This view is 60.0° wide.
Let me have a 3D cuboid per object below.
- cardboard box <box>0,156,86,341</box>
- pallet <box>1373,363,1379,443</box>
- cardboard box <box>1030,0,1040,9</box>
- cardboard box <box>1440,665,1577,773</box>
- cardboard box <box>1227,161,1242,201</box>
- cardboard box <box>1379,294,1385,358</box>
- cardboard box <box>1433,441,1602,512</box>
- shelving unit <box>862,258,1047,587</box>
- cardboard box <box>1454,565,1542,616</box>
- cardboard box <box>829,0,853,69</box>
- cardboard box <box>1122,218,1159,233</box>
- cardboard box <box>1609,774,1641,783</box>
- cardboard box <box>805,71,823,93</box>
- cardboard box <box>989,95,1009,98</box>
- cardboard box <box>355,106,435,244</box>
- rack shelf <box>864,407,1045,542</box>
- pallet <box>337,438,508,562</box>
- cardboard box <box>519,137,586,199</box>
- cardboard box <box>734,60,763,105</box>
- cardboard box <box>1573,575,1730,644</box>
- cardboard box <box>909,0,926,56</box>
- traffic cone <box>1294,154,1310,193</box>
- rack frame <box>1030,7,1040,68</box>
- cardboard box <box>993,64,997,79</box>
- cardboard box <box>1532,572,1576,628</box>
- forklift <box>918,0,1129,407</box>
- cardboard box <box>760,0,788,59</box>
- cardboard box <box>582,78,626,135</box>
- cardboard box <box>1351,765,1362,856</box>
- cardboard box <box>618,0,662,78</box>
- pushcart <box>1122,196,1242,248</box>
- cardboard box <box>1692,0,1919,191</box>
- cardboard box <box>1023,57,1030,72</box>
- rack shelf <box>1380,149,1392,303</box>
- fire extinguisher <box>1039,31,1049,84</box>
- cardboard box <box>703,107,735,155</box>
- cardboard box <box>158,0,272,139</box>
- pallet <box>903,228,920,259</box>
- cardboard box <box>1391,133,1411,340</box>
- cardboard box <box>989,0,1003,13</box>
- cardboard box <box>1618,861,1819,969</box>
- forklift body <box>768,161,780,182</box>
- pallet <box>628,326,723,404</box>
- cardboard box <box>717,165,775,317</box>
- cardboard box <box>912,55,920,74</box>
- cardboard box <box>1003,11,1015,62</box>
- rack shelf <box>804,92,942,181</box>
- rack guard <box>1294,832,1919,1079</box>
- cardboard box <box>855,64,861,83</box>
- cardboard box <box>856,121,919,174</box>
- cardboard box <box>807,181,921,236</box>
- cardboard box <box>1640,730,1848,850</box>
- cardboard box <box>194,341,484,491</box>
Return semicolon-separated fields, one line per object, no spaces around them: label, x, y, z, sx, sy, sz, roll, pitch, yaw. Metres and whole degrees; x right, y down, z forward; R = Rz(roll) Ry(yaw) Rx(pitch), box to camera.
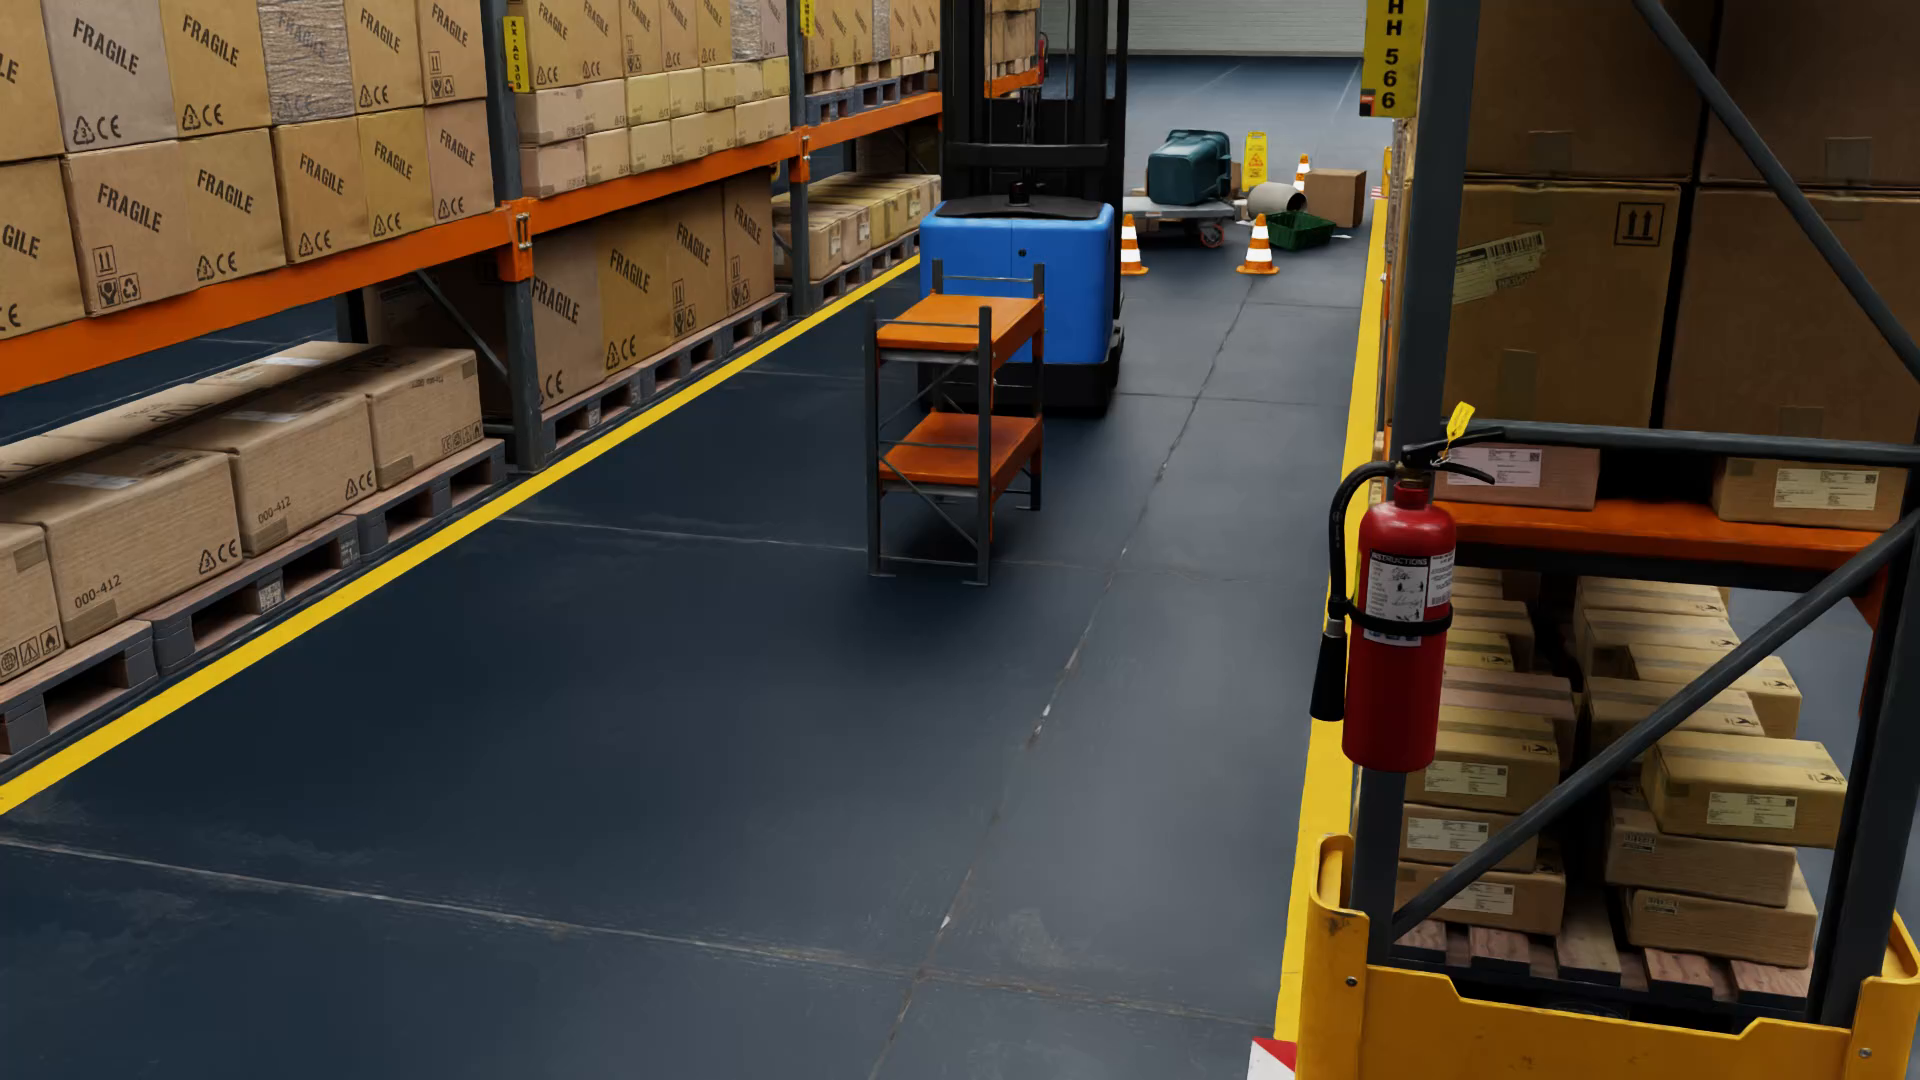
cardboard box;-3.024;-0.868;4.935;0.500;0.500;0.500;4;19;13
pallet;2.770;-0.735;9.013;1.003;0.211;1.213;5;19;13
cardboard box;0.480;-6.031;18.043;0.700;0.500;0.500;4;19;12
cardboard box;1.309;0.435;4.113;0.380;0.149;0.250;5;19;14
cardboard box;2.419;-3.616;16.995;0.797;0.503;0.637;-9;21;-24
cardboard box;2.723;-1.337;9.679;0.500;0.500;0.500;5;19;14
cardboard box;1.114;-0.179;3.459;0.380;0.149;0.250;5;19;13
shelving unit;-0.002;-0.530;7.000;0.538;1.125;1.048;5;19;13
cardboard box;1.557;0.106;5.078;0.380;0.149;0.250;4;19;12
cardboard box;-1.107;-3.713;12.154;0.500;0.500;0.500;6;20;16
cardboard box;1.696;-3.086;15.811;0.258;0.266;0.396;-9;21;-24
cardboard box;1.807;0.611;4.059;0.380;0.149;0.250;5;19;13
cardboard box;-1.201;-3.293;11.927;0.380;0.149;0.250;3;19;10
cardboard box;0.295;-4.554;17.320;0.380;0.149;0.250;6;20;16
cardboard box;-2.525;-1.506;6.802;0.500;0.500;0.500;4;19;12
rack shelf;-0.002;-0.299;7.079;0.538;0.278;1.000;5;19;13
pallet;-2.801;-0.234;7.548;1.003;0.211;1.213;5;19;13
cardboard box;-2.176;-1.832;8.144;0.500;0.250;0.500;4;19;12
cardboard box;-1.556;-2.873;10.416;0.500;0.250;0.500;4;19;12
cardboard box;1.959;0.223;4.735;0.380;0.149;0.250;5;20;16
cardboard box;-0.595;-4.362;14.053;0.500;0.500;0.500;5;19;14
traffic cone;3.711;-3.933;17.988;0.336;0.463;0.334;5;19;13
rack frame;0.393;-5.547;18.788;1.000;3.000;0.127;5;19;13
cardboard box;0.159;-4.730;16.783;0.380;0.149;0.250;5;19;13
cardboard box;2.023;0.193;5.284;0.380;0.149;0.250;6;20;16
forklift;0.470;-2.547;10.111;1.130;2.935;3.031;2;19;7
cardboard box;-1.435;-3.378;10.734;0.500;0.500;0.500;4;19;12
cardboard box;-2.058;-2.233;8.544;0.500;0.250;0.500;5;19;14
cardboard box;1.199;0.707;4.238;0.380;0.149;0.250;5;20;15
cardboard box;-1.931;-2.741;8.869;0.500;0.500;0.500;4;19;12
pushcart;1.639;-2.888;15.060;1.648;0.377;0.936;-2;19;-6
cardboard box;1.675;-0.954;3.179;0.500;0.500;0.500;5;19;13
cardboard box;0.554;-5.206;18.178;0.380;0.149;0.250;4;19;13
rack shelf;2.774;-1.713;8.676;1.077;0.370;4.000;5;19;13
fire extinguisher;0.868;-5.510;18.799;0.296;0.674;0.183;5;19;13
cardboard box;-1.682;-2.472;10.016;0.500;0.250;0.500;4;19;13
cardboard box;-2.764;-1.662;5.711;0.500;0.500;0.500;5;19;14
pallet;-0.773;-2.730;14.854;1.003;0.211;1.213;5;19;13
cardboard box;1.299;-0.684;3.933;0.500;0.500;0.500;4;19;12
cardboard box;0.028;-5.389;16.164;0.700;0.500;0.500;4;19;12
cardboard box;1.747;0.838;3.854;0.380;0.149;0.250;5;20;14
forklift body;-3.116;-4.798;17.908;2.313;2.155;1.214;5;19;13
pallet;-2.128;-1.098;10.076;1.003;0.211;1.213;5;19;13
cardboard box;-1.811;-2.023;11.108;0.875;0.875;0.875;4;19;13
cardboard box;-0.552;-4.026;14.072;0.380;0.149;0.250;4;19;12
cardboard box;0.275;-5.231;17.245;0.500;0.500;0.500;5;19;13
rack shelf;-1.073;-3.326;13.399;1.077;0.370;4.000;5;19;13
rack guard;1.327;0.986;3.528;1.175;0.500;0.348;5;19;13
cardboard box;-0.987;-3.633;12.922;0.380;0.149;0.250;5;20;16
cardboard box;-0.700;-3.753;15.978;0.500;0.500;0.500;4;19;13
cardboard box;-0.883;-2.859;14.332;0.950;0.372;0.625;6;20;17
cardboard box;1.766;0.558;3.753;0.380;0.149;0.250;4;19;11
cardboard box;-2.797;-0.584;7.571;0.875;0.438;0.875;4;19;13
